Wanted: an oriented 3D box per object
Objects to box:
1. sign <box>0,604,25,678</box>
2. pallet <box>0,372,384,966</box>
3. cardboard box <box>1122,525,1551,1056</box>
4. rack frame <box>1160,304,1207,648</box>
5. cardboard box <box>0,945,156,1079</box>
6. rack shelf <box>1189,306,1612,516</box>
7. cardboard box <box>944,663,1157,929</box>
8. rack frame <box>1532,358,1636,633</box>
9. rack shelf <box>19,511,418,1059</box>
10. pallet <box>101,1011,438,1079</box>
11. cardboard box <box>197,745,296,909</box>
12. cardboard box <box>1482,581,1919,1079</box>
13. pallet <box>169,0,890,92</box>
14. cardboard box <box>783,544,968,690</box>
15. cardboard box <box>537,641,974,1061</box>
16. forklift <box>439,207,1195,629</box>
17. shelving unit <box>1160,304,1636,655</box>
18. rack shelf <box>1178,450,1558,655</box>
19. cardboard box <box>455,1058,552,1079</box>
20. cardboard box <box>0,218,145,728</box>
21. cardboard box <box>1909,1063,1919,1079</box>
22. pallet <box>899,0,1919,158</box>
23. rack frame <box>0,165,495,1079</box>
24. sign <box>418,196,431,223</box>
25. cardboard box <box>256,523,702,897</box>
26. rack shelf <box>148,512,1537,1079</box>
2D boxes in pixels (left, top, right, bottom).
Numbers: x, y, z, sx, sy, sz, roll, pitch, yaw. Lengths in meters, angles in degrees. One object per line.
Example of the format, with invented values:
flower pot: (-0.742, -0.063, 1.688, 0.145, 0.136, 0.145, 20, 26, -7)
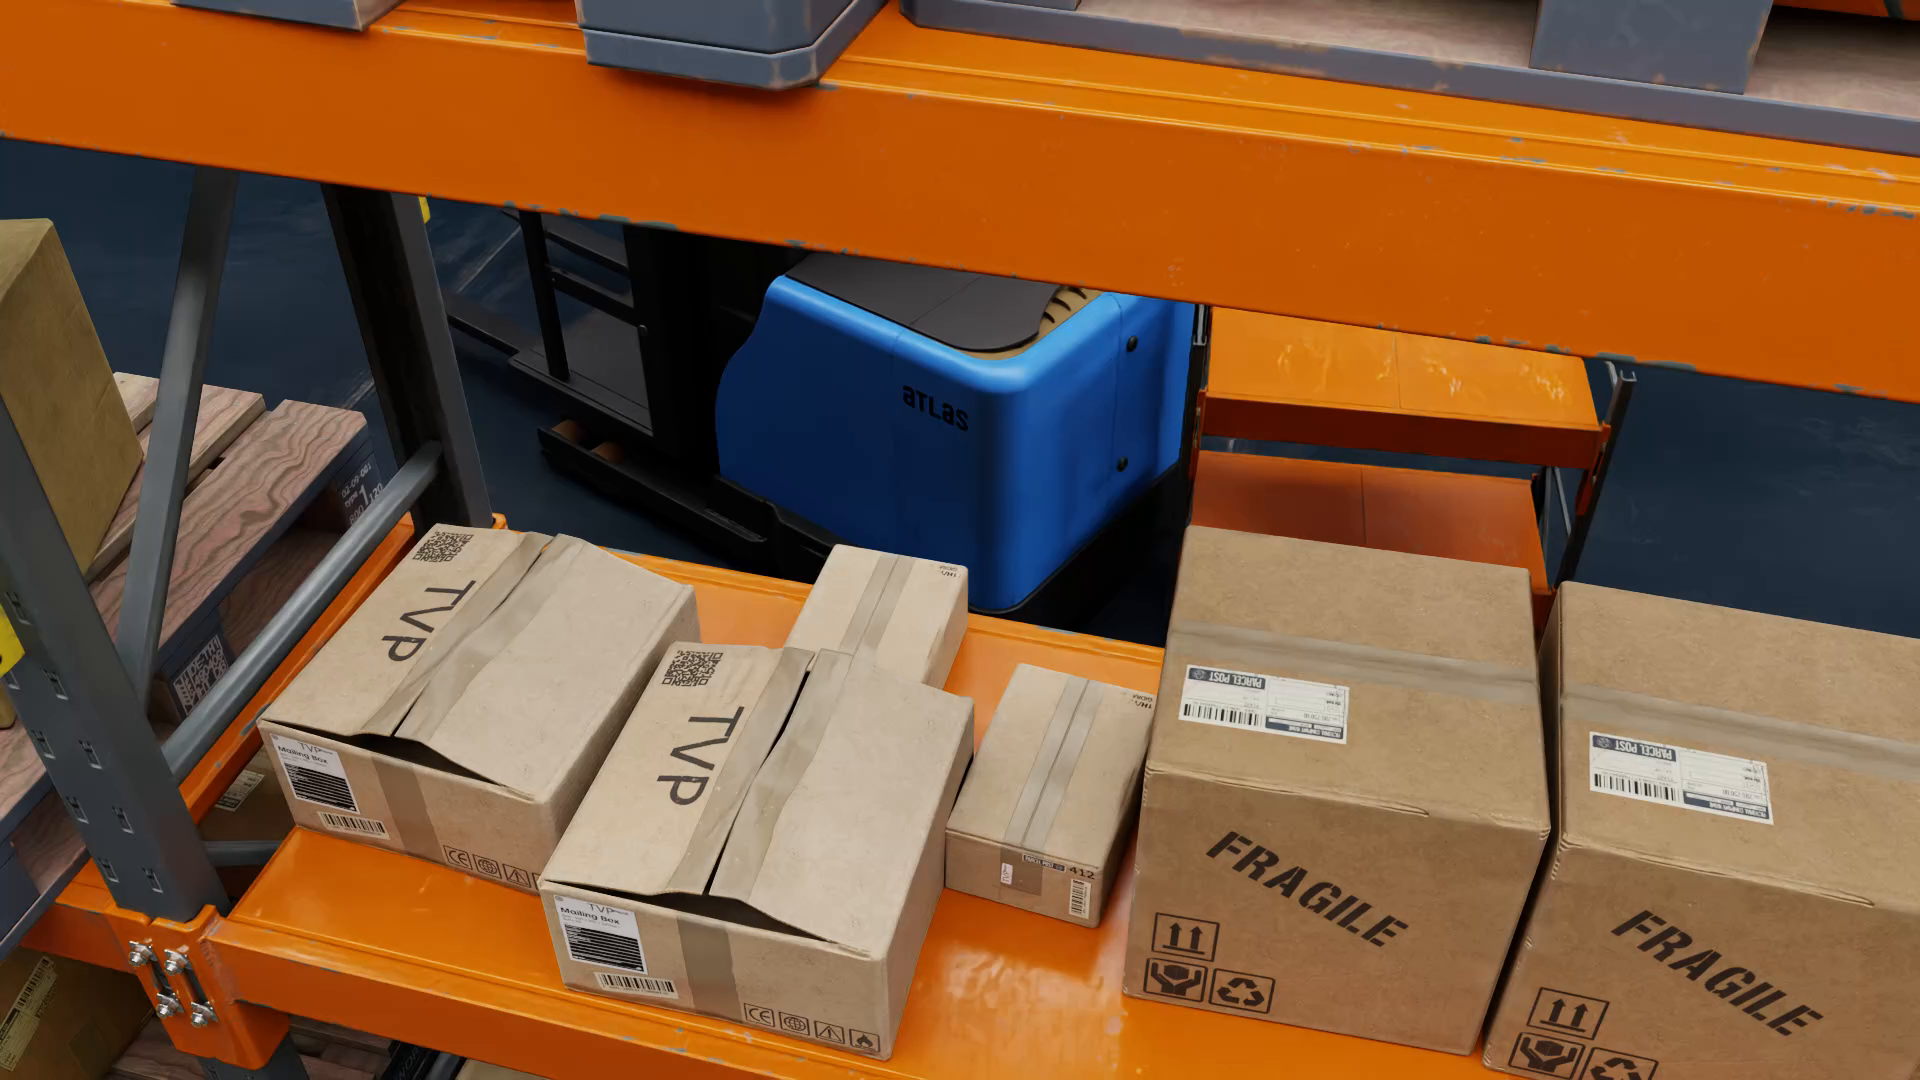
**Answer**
sign: (-1.225, 0.049, 2.021, 0.005, 0.325, 0.100, 10, 41, 11)
pallet: (-1.767, 0.127, 2.915, 1.003, 0.211, 1.213, 10, 41, 11)
cardboard box: (0.531, 0.354, 2.419, 0.500, 0.500, 0.500, 8, 41, 9)
rack frame: (0.624, -0.205, 4.619, 0.032, 1.125, 0.500, 6, 40, 7)
cardboard box: (-2.058, 0.902, 3.445, 0.500, 0.500, 0.500, 11, 41, 13)
rack shelf: (1.127, -0.380, 4.372, 1.000, 0.278, 0.538, 6, 40, 7)
cardboard box: (0.152, 0.396, 2.641, 0.250, 0.149, 0.380, 13, 42, 15)
rack frame: (1.629, -0.106, 4.501, 0.032, 1.125, 0.500, 6, 40, 7)
rack shelf: (-3.026, 0.066, 3.398, 4.000, 0.370, 1.077, 10, 41, 11)
pallet: (-1.806, 1.043, 3.844, 1.213, 0.211, 1.003, 10, 41, 11)
cardboard box: (-1.460, 0.659, 3.735, 0.500, 0.500, 0.500, 11, 41, 13)
cardboard box: (1.039, 0.441, 2.315, 0.500, 0.500, 0.500, 10, 41, 11)
pallet: (-0.416, -0.896, 1.799, 1.003, 0.211, 1.213, 12, 41, 13)
cardboard box: (-0.154, 0.197, 2.878, 0.250, 0.149, 0.380, 10, 41, 11)
cardboard box: (-0.280, 0.426, 2.479, 0.500, 0.311, 0.500, 9, 41, 11)
forklift: (-0.766, -1.518, 4.778, 3.031, 2.935, 1.130, 26, 47, 28)
shelving unit: (1.127, -0.156, 4.560, 1.048, 1.125, 0.538, 6, 40, 7)
rack shelf: (1.127, 0.032, 4.717, 1.000, 0.278, 0.538, 6, 40, 7)
cardboard box: (-0.664, 1.070, 3.019, 0.500, 0.311, 0.500, 11, 41, 13)
cardboard box: (-1.732, -0.111, 2.645, 0.500, 0.500, 0.700, -3, 40, -3)
cardboard box: (1.523, 0.524, 2.216, 0.500, 0.500, 0.500, 13, 42, 15)
pallet: (0.666, -0.712, 1.580, 1.213, 0.211, 1.003, 12, 41, 13)
rack frame: (-1.094, 0.123, 2.771, 0.127, 3.000, 1.000, 10, 41, 11)
sign: (-0.954, -0.666, 2.810, 0.005, 0.325, 0.100, 10, 41, 11)
cardboard box: (-0.754, 0.245, 2.695, 0.500, 0.311, 0.500, 12, 42, 14)
rack shelf: (0.838, 0.731, 2.607, 4.000, 0.370, 1.077, 10, 41, 11)
